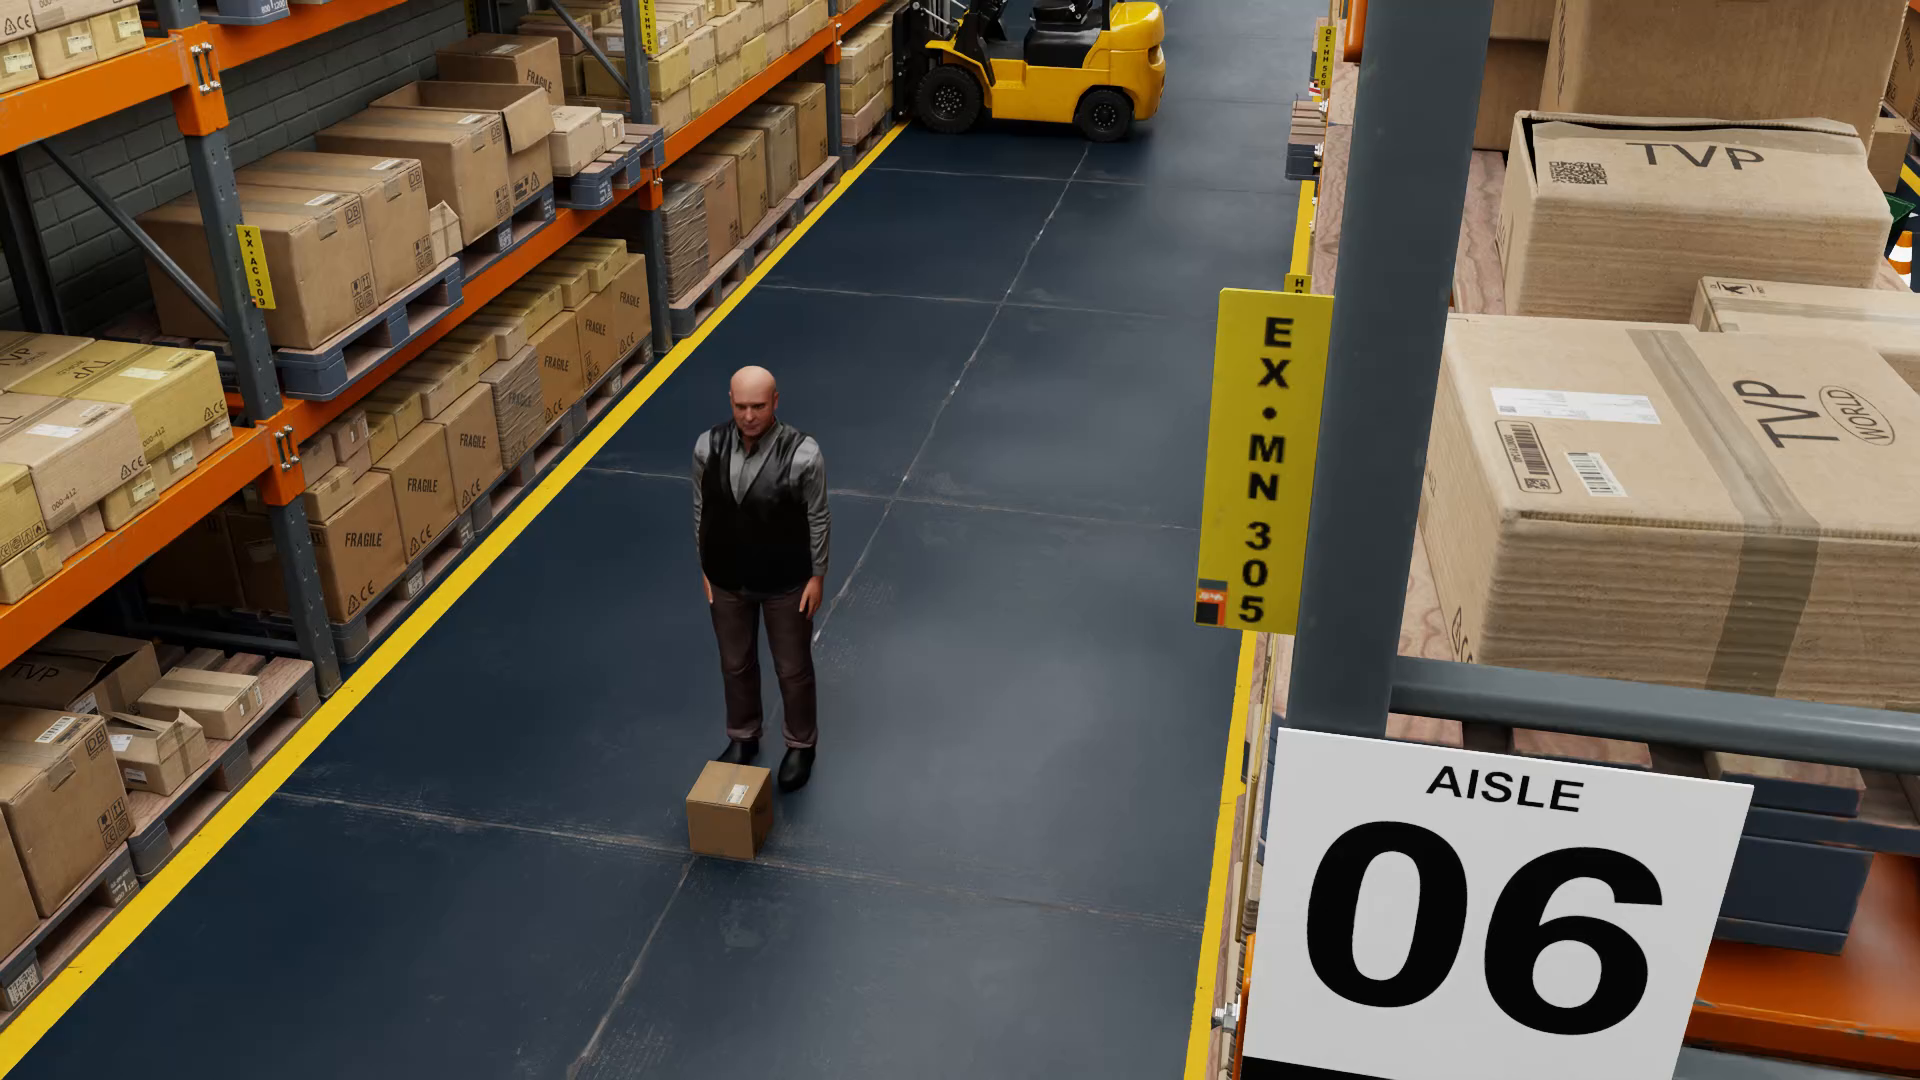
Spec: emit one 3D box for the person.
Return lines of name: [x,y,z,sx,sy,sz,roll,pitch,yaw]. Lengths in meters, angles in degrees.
person: [-0.758,0.156,6.360,0.534,1.724,0.339,6,29,11]
